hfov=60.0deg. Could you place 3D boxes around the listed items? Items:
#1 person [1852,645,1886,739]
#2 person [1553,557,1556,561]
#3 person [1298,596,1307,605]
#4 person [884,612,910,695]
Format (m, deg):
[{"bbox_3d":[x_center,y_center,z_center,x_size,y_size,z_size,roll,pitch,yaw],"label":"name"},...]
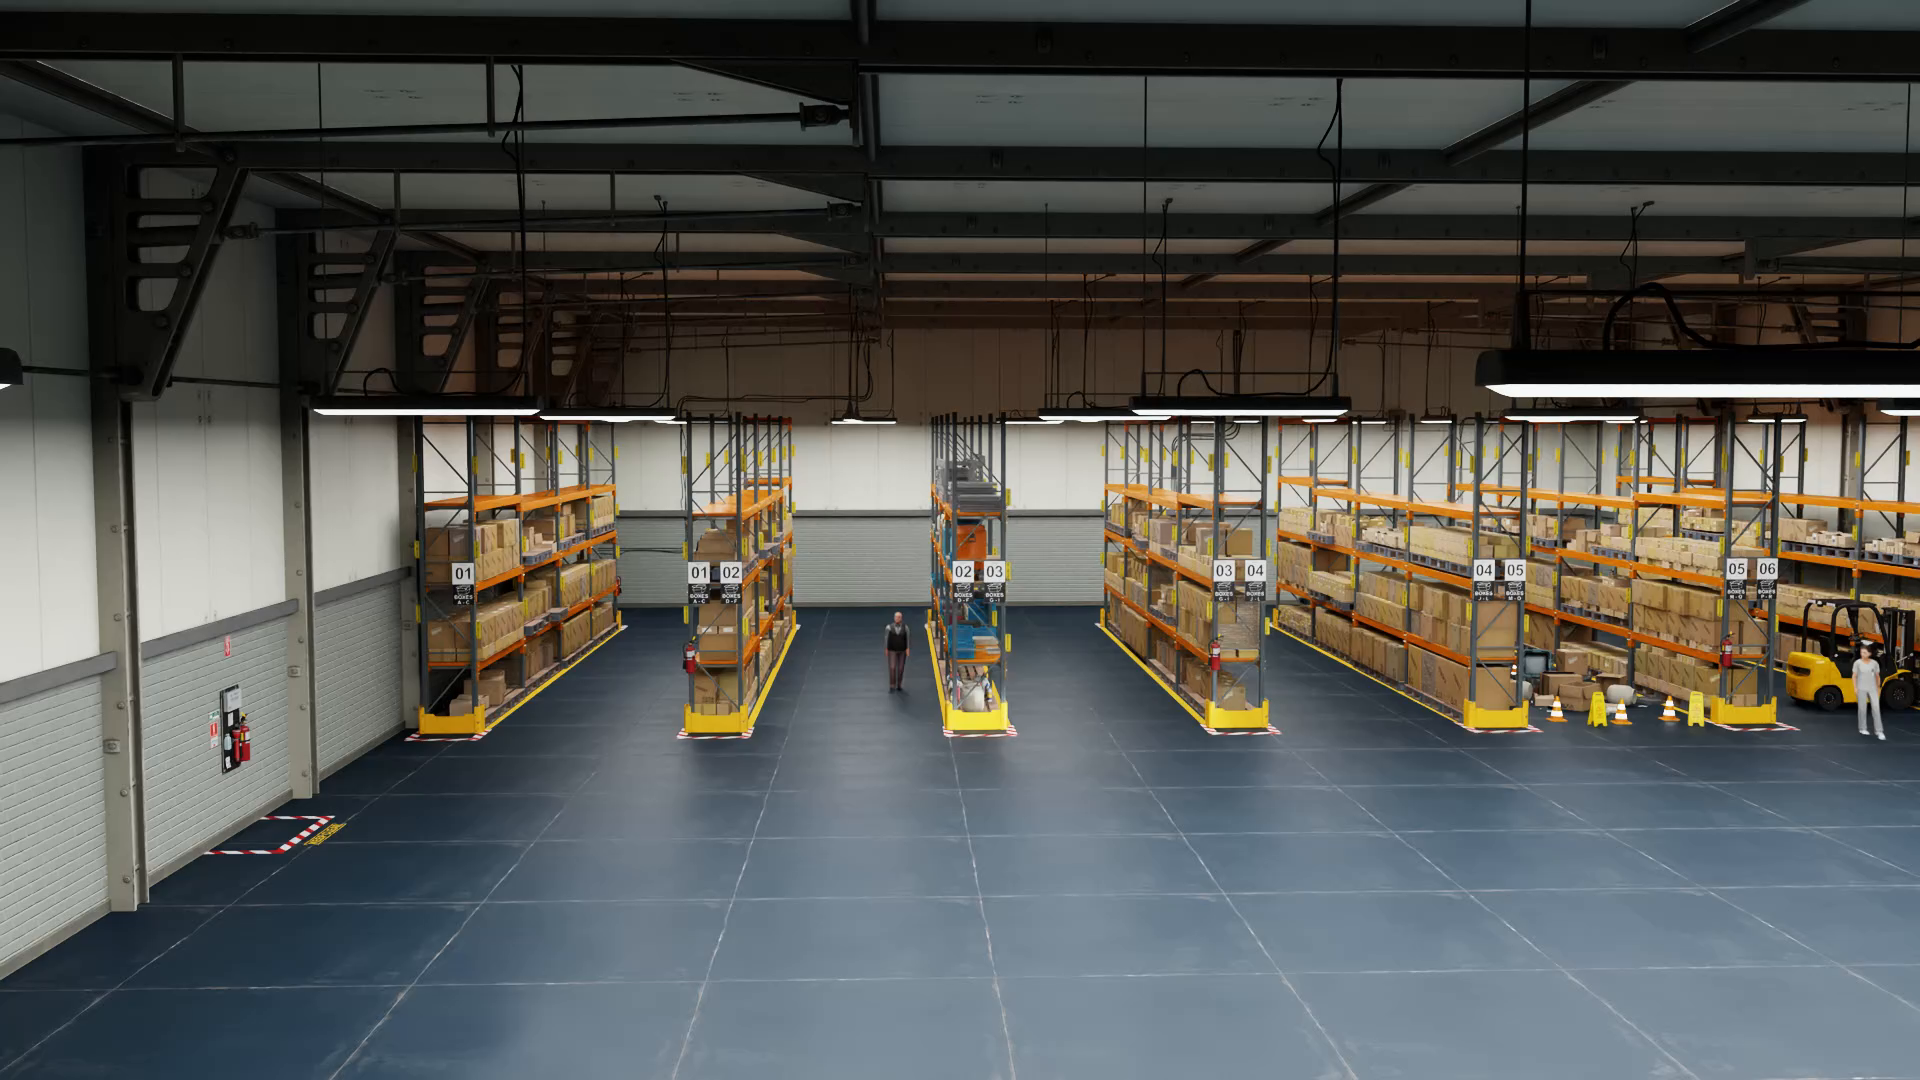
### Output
[{"bbox_3d":[16.804,2.795,30.743,0.557,1.673,0.650,2,4,24],"label":"person"},{"bbox_3d":[18.794,1.336,52.419,0.485,1.712,0.520,-2,4,-23],"label":"person"},{"bbox_3d":[10.424,1.504,50.091,0.517,1.586,0.423,-3,5,-41],"label":"person"},{"bbox_3d":[-1.343,2.436,35.886,0.558,1.747,0.748,-1,4,-13],"label":"person"}]
